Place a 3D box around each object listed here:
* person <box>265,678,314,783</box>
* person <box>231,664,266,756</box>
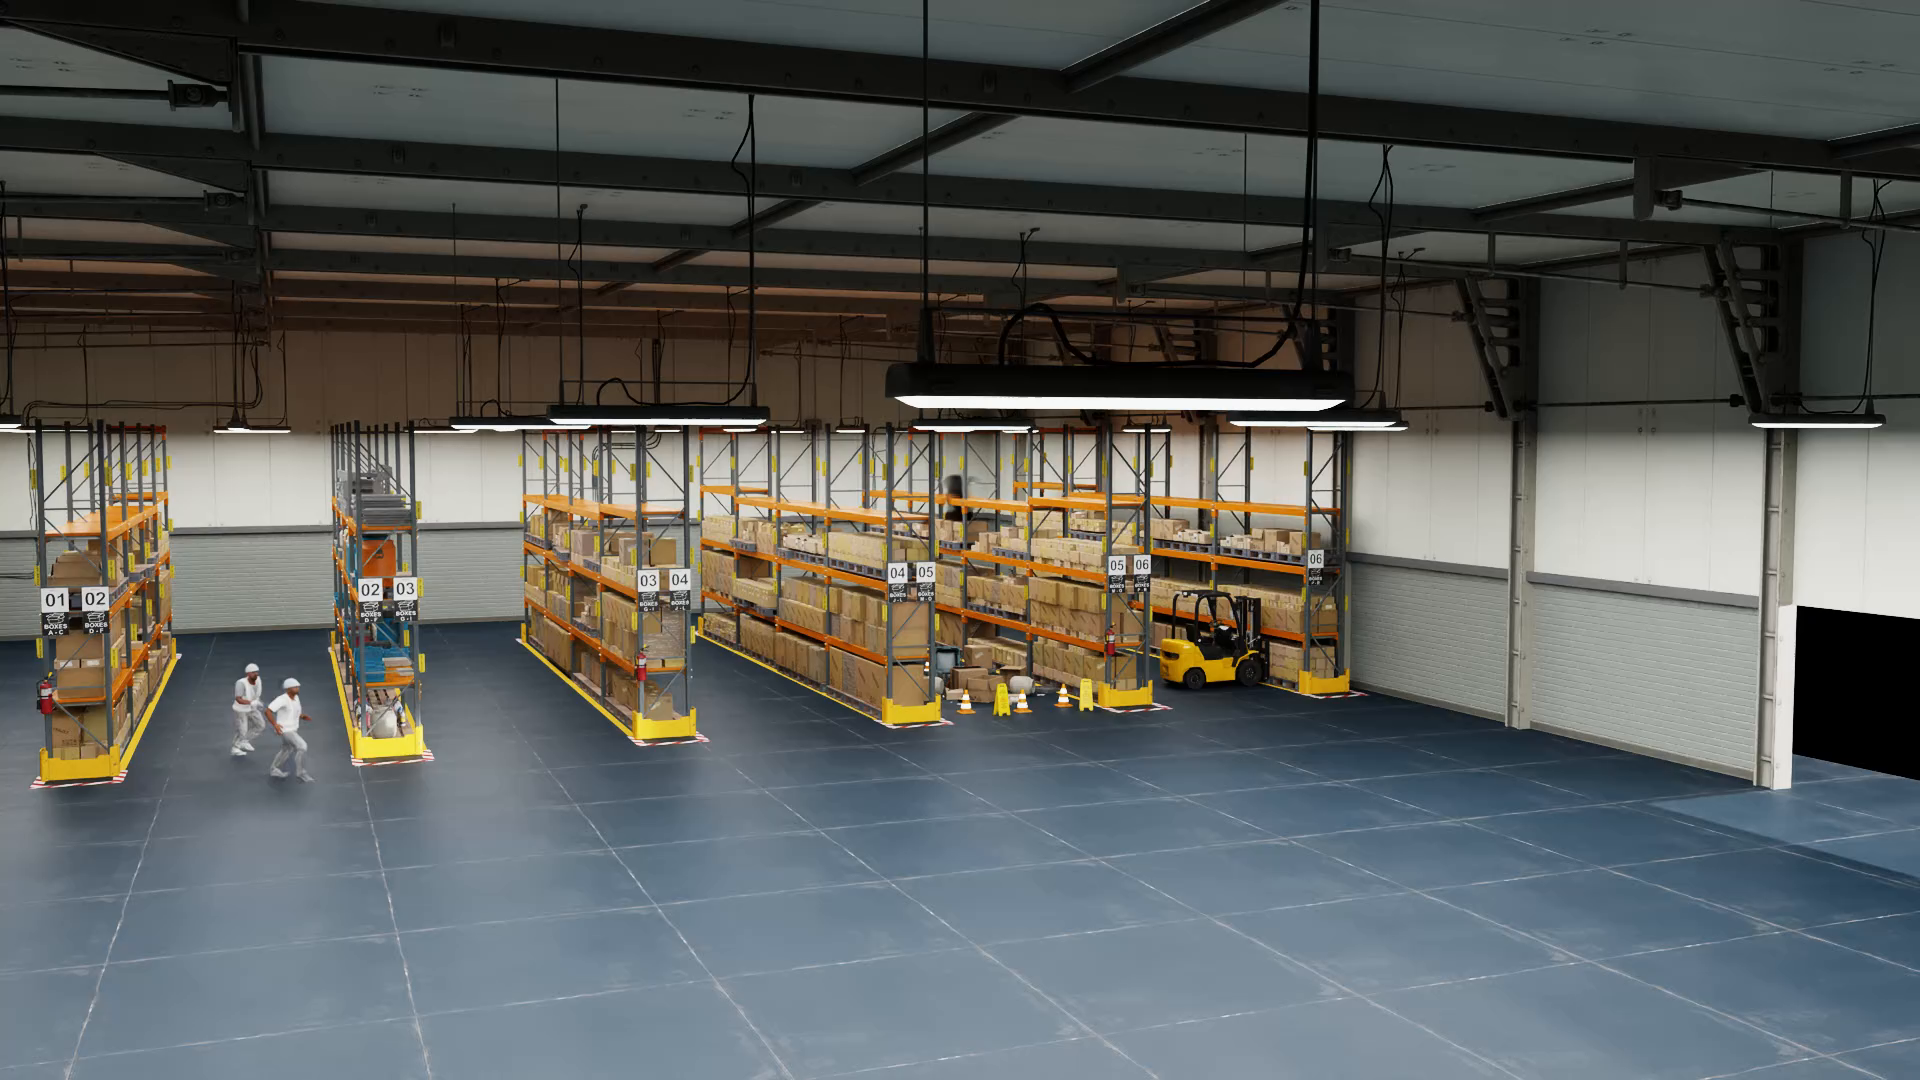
[{"bbox_3d":[-11.092,3.144,27.370,0.773,1.759,0.767,0,4,3],"label":"person"},{"bbox_3d":[-12.670,3.030,29.691,0.824,1.669,0.717,1,4,22],"label":"person"}]
